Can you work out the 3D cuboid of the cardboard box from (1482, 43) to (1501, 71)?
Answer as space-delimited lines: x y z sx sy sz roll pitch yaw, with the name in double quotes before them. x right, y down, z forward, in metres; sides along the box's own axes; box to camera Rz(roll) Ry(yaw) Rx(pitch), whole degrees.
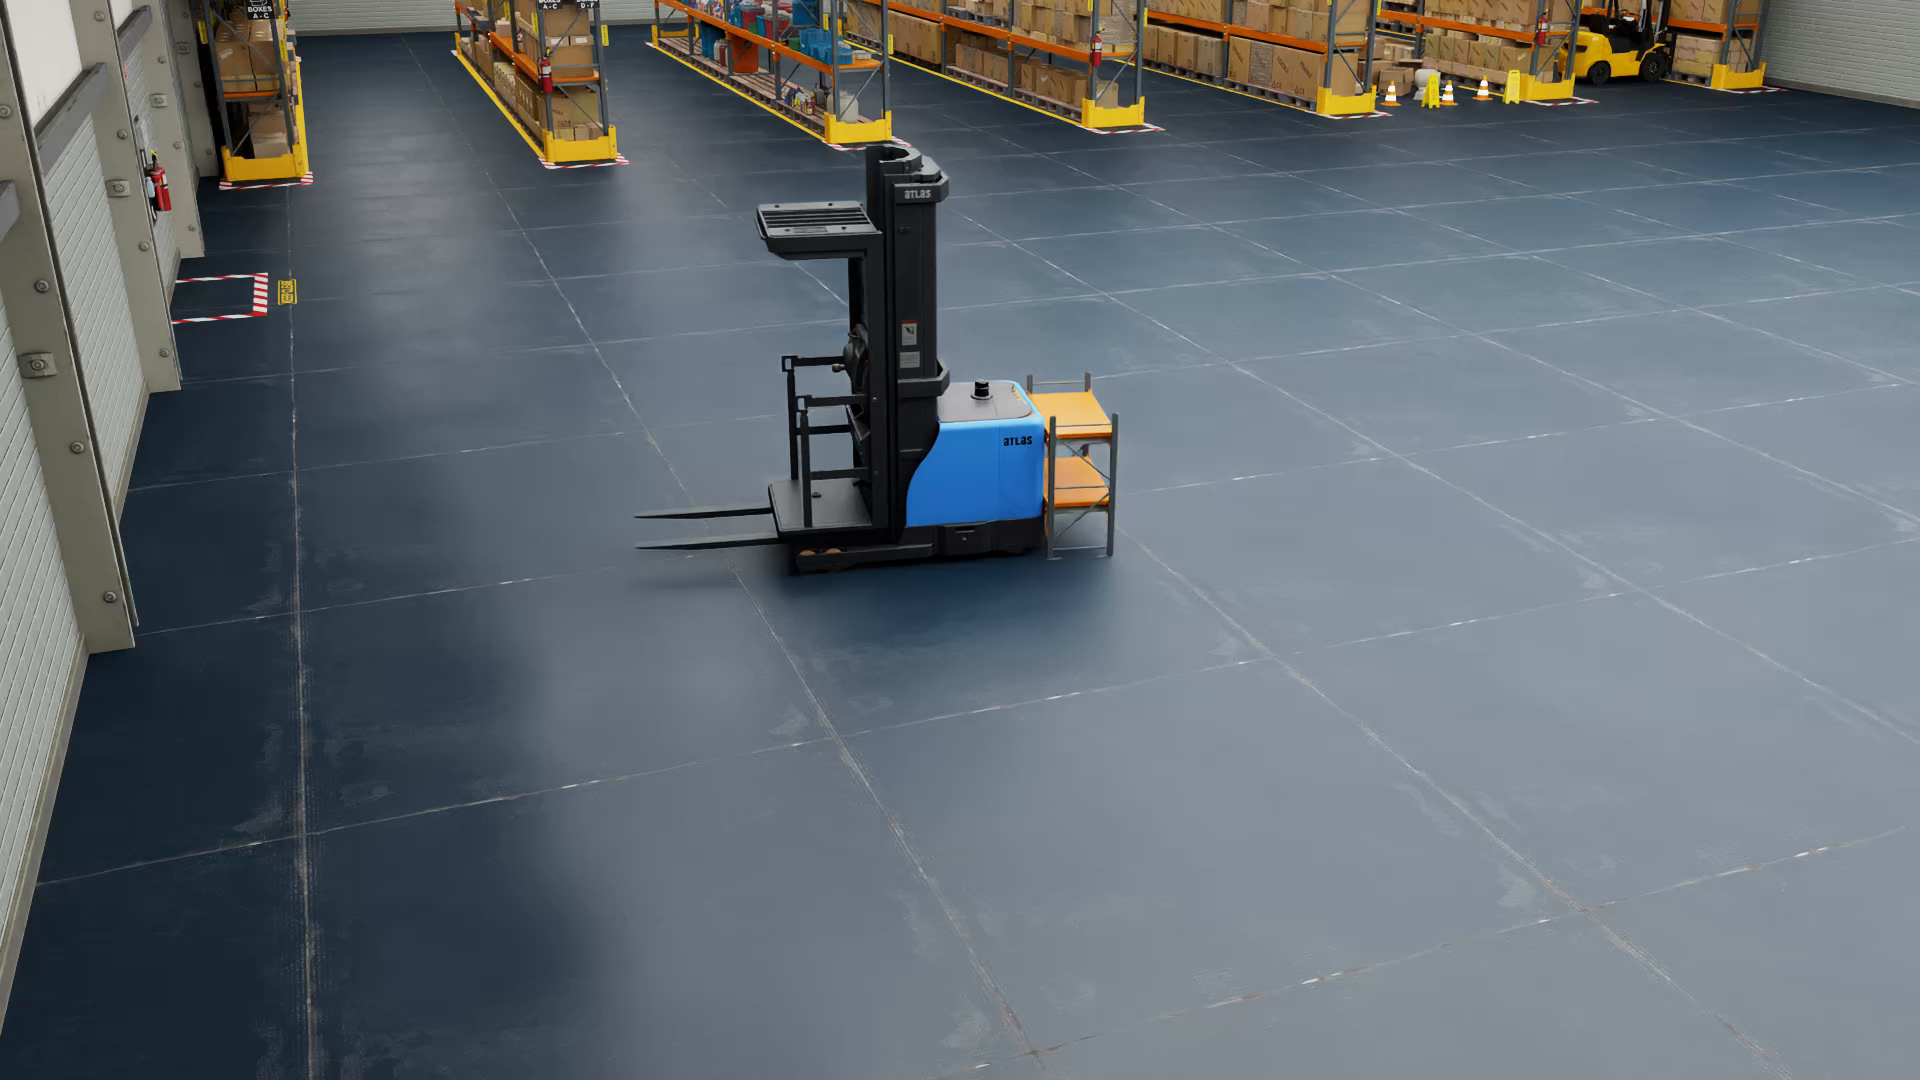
"cardboard box" 11.451 -10.239 35.215 0.500 0.500 0.500 -7 24 -17

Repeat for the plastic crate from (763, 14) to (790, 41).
"plastic crate" -3.610 -10.100 32.769 0.402 0.464 0.583 -8 24 -19

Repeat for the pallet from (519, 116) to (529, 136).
"pallet" -7.546 -7.679 30.697 1.003 0.211 1.213 -8 24 -19

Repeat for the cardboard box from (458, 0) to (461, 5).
"cardboard box" -11.755 -13.098 39.835 0.500 0.500 0.500 -8 24 -19

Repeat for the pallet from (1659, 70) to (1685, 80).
"pallet" 16.071 -10.635 37.710 1.003 0.211 1.213 -8 24 -19

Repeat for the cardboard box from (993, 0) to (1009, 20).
"cardboard box" 1.332 -11.394 34.608 1.000 1.000 1.000 -8 24 -19

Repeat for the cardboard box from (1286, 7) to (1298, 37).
"cardboard box" 7.102 -10.422 33.422 0.875 0.550 0.550 -8 24 -19

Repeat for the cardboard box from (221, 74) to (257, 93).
"cardboard box" -11.354 -7.207 26.155 0.500 0.250 0.500 -8 24 -18

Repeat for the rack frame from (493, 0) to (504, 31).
"rack frame" -9.204 -10.711 34.301 0.949 2.616 0.053 -8 24 -19

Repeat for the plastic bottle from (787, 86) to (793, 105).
"plastic bottle" -3.255 -8.568 32.062 0.144 0.351 0.185 -8 24 -18

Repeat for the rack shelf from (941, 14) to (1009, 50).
"rack shelf" 0.775 -11.011 35.940 1.077 0.370 4.000 -8 24 -19

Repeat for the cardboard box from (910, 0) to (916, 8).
"cardboard box" -0.874 -12.816 39.167 0.500 0.500 0.500 -8 24 -18

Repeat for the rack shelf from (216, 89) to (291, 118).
"rack shelf" -11.714 -7.519 27.654 1.077 0.370 4.000 -8 24 -19

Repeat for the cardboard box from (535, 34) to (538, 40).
"cardboard box" -7.052 -8.638 28.417 0.380 0.149 0.250 -8 24 -17

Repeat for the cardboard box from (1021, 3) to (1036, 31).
"cardboard box" 1.726 -10.441 33.148 0.875 0.500 0.500 -8 24 -19

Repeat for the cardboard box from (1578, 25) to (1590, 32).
"cardboard box" 15.200 -11.946 39.747 0.875 0.625 0.625 -7 24 -17

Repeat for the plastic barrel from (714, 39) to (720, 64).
"plastic barrel" -5.436 -11.216 38.161 0.421 0.512 0.421 0 23 0

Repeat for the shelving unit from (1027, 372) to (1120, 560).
"shelving unit" 0.834 -0.581 12.680 0.538 1.125 1.048 -3 23 -7

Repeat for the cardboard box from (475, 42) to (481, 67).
"cardboard box" -10.671 -11.007 37.655 0.500 0.500 0.500 -9 25 -21

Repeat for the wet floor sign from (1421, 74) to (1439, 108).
"wet floor sign" 9.433 -8.983 33.232 0.267 0.644 0.232 -13 26 -28

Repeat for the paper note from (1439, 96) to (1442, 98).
"paper note" 9.969 -9.225 34.597 0.148 0.019 0.142 -18 29 -37

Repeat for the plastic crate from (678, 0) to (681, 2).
"plastic crate" -6.625 -13.114 40.279 0.437 0.125 0.590 -8 24 -19

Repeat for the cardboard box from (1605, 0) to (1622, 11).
"cardboard box" 15.307 -12.507 38.434 0.500 0.500 0.500 -9 24 -20

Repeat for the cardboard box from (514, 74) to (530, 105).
"cardboard box" -7.917 -8.319 30.659 0.500 0.500 0.500 -8 24 -19

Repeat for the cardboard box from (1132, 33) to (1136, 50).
"cardboard box" 4.267 -11.958 39.938 0.500 0.500 0.500 -8 24 -19

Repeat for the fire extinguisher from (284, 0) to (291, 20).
"fire extinguisher" -16.281 -12.848 39.951 0.296 0.674 0.183 -8 24 -19

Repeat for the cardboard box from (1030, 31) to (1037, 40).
"cardboard box" 1.613 -10.015 32.974 0.380 0.149 0.250 -8 24 -19

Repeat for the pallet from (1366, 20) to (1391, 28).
"pallet" 11.892 -14.974 48.005 1.003 0.211 1.213 -8 24 -19

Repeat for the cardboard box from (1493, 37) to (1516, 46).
"cardboard box" 11.446 -10.473 34.935 0.380 0.149 0.250 -8 24 -17

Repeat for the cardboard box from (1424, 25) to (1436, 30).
"cardboard box" 12.898 -14.026 44.844 0.500 0.500 0.500 -9 25 -21

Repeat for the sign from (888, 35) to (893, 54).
"sign" -1.223 -8.685 29.137 0.100 0.325 0.005 -8 24 -19

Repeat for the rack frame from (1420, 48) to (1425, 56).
"rack frame" 10.755 -11.976 37.303 0.949 2.616 0.053 -8 24 -19

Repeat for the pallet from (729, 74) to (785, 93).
"pallet" -4.328 -9.818 35.773 1.003 0.211 1.213 -8 24 -19

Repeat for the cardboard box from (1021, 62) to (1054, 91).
"cardboard box" 1.585 -9.507 34.122 0.500 0.500 0.500 -9 25 -21

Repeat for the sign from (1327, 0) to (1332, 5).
"sign" 7.058 -10.380 31.719 0.100 0.325 0.005 -8 24 -19

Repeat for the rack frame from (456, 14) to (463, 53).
"rack frame" -12.027 -13.619 41.199 1.000 3.000 0.127 -8 24 -19

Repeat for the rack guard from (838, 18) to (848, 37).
"rack guard" -2.766 -13.833 44.927 1.175 0.500 0.348 -8 24 -19

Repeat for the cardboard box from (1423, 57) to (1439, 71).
"cardboard box" 10.708 -10.651 37.158 0.500 0.250 0.500 -10 25 -21

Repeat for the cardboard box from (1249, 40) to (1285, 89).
"cardboard box" 6.636 -9.909 34.594 0.875 0.875 0.875 -8 24 -19

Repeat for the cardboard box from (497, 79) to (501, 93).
"cardboard box" -9.112 -9.225 33.775 0.500 0.250 0.500 -9 24 -20

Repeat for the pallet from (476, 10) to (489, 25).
"pallet" -3.815 -10.911 29.411 7.959 4.569 17.197 -8 24 -19

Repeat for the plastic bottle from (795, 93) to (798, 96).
"plastic bottle" -3.102 -8.415 31.800 0.097 0.271 0.097 0 23 0

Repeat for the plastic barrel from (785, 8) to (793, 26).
"plastic barrel" -3.285 -10.377 33.333 0.433 0.535 0.433 0 23 0

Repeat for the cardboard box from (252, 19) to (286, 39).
"cardboard box" -11.964 -8.734 28.811 0.500 0.500 0.500 -8 24 -19

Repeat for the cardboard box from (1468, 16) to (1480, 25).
"cardboard box" 11.122 -11.148 35.661 0.380 0.149 0.250 -8 24 -19

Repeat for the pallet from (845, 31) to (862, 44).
"pallet" -2.402 -13.412 44.299 1.003 0.211 1.213 -8 24 -19

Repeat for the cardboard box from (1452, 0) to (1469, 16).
"cardboard box" 11.011 -11.598 35.892 0.500 0.500 0.500 -9 24 -19

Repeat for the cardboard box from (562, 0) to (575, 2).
"cardboard box" -6.737 -8.830 28.038 0.700 0.500 0.500 -9 24 -20

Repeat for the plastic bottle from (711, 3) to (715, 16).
"plastic bottle" -5.511 -11.840 37.130 0.061 0.283 0.133 -8 24 -19

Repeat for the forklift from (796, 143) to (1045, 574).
"forklift" -0.933 -1.326 12.123 3.031 2.935 1.130 -4 23 -10

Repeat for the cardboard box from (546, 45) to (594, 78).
"cardboard box" -6.527 -8.022 27.793 0.700 0.500 0.500 -8 24 -19
